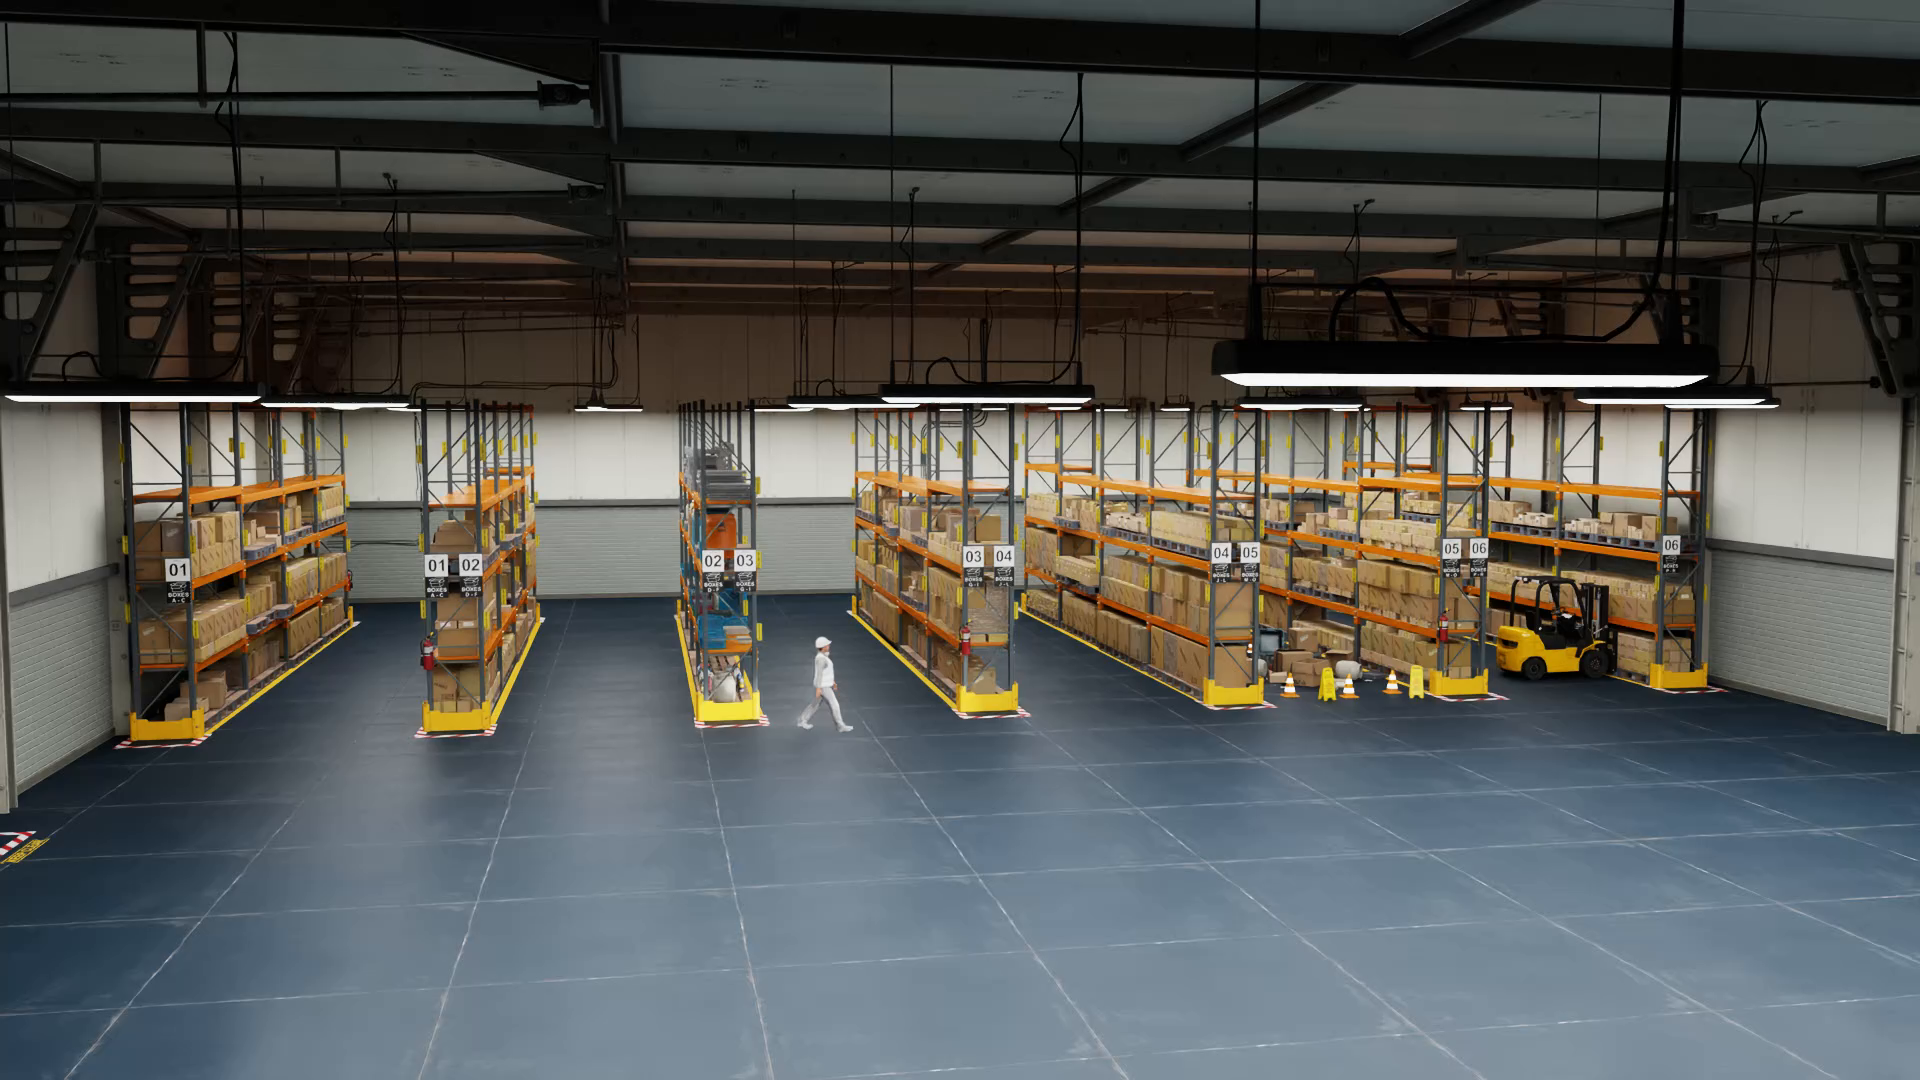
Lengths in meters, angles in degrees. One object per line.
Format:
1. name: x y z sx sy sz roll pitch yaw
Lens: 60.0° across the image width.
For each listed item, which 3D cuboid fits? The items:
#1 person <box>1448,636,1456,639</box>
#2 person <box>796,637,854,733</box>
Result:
1. person: 11.297 2.007 38.125 0.601 1.699 0.590 -3 5 -34
2. person: -2.438 2.600 29.919 1.053 1.731 0.602 0 4 0
